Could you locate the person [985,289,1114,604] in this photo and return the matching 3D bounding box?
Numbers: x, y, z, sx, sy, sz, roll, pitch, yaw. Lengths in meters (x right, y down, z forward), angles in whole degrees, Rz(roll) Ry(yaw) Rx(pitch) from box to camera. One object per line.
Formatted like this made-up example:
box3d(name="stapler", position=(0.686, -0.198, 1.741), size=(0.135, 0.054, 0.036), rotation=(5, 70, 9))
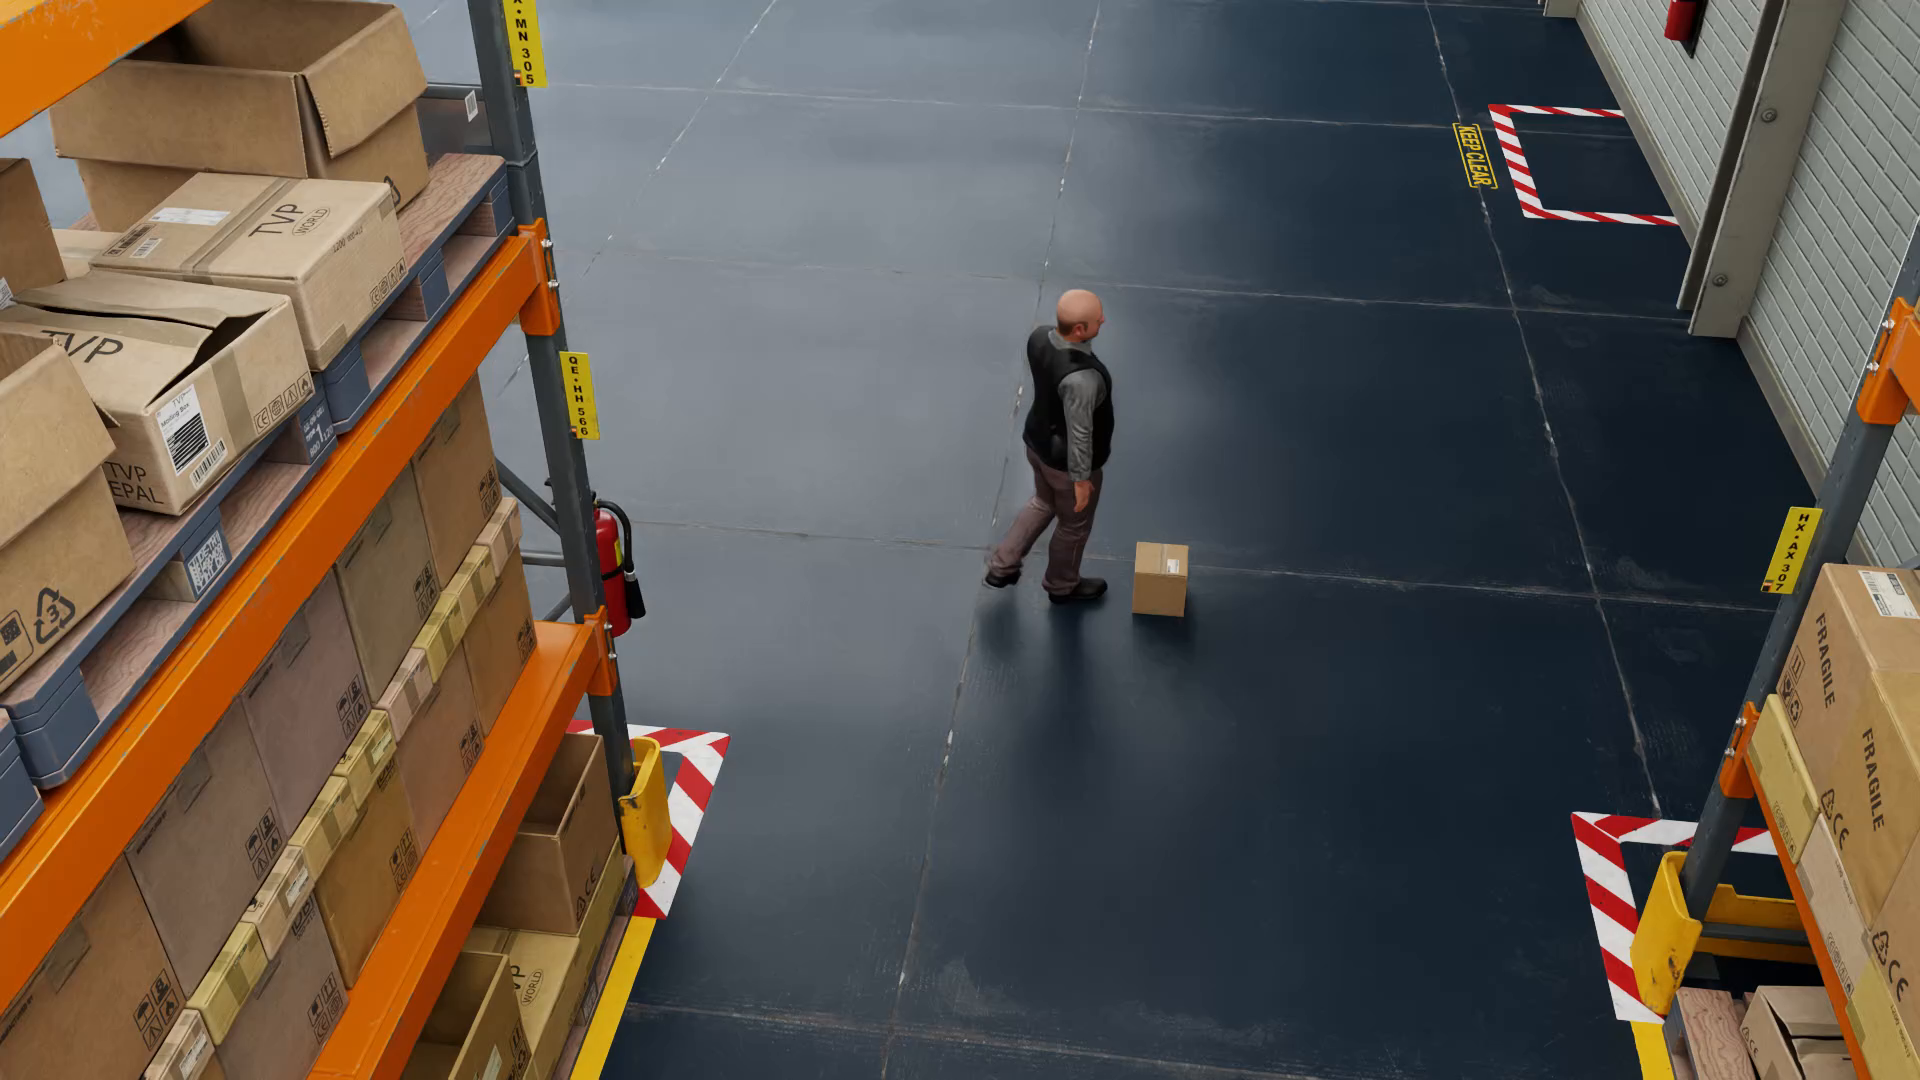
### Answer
box3d(name="person", position=(0.446, -0.386, 7.580), size=(0.584, 1.714, 0.567), rotation=(-16, 39, -20))
